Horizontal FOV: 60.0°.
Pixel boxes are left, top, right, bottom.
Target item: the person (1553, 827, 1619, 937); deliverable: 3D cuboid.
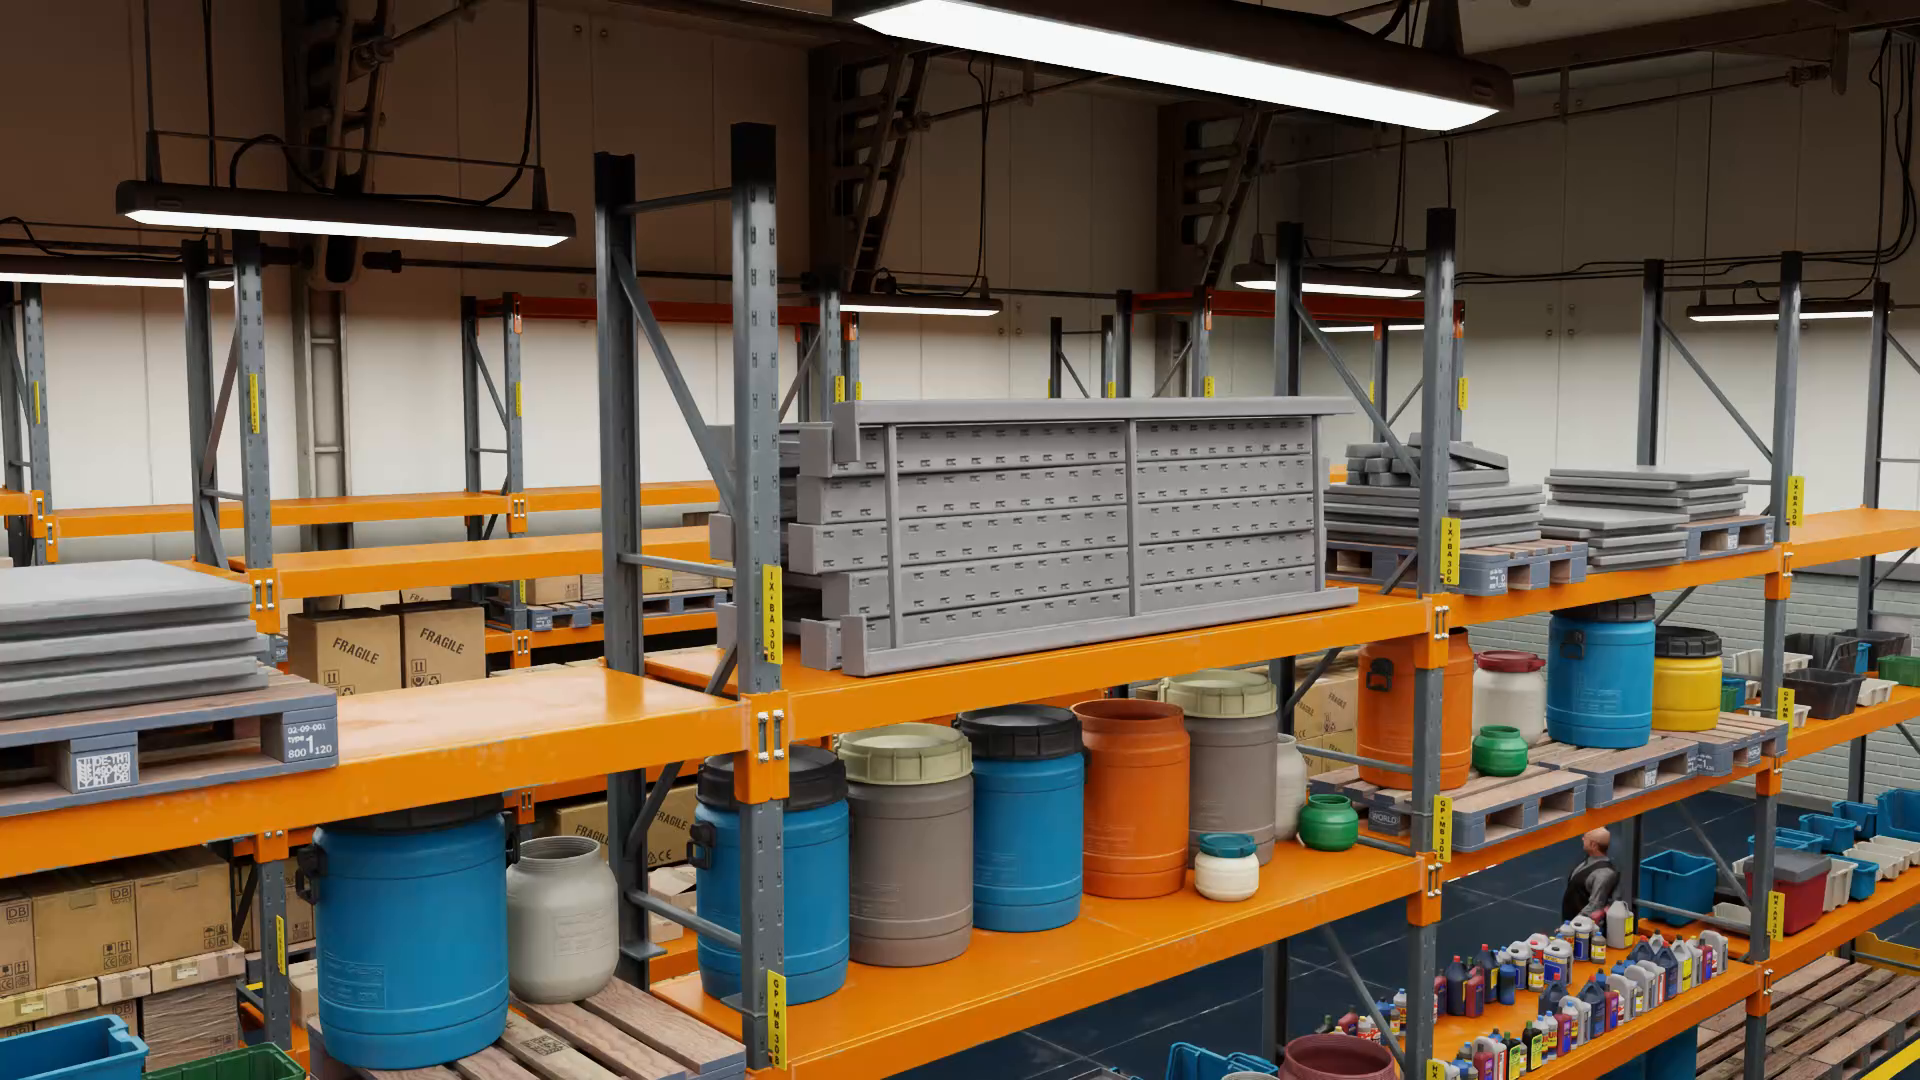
[{"bbox_3d":[4.890,3.088,13.085,0.668,1.716,0.544,-2,6,-20],"label":"person"}]
